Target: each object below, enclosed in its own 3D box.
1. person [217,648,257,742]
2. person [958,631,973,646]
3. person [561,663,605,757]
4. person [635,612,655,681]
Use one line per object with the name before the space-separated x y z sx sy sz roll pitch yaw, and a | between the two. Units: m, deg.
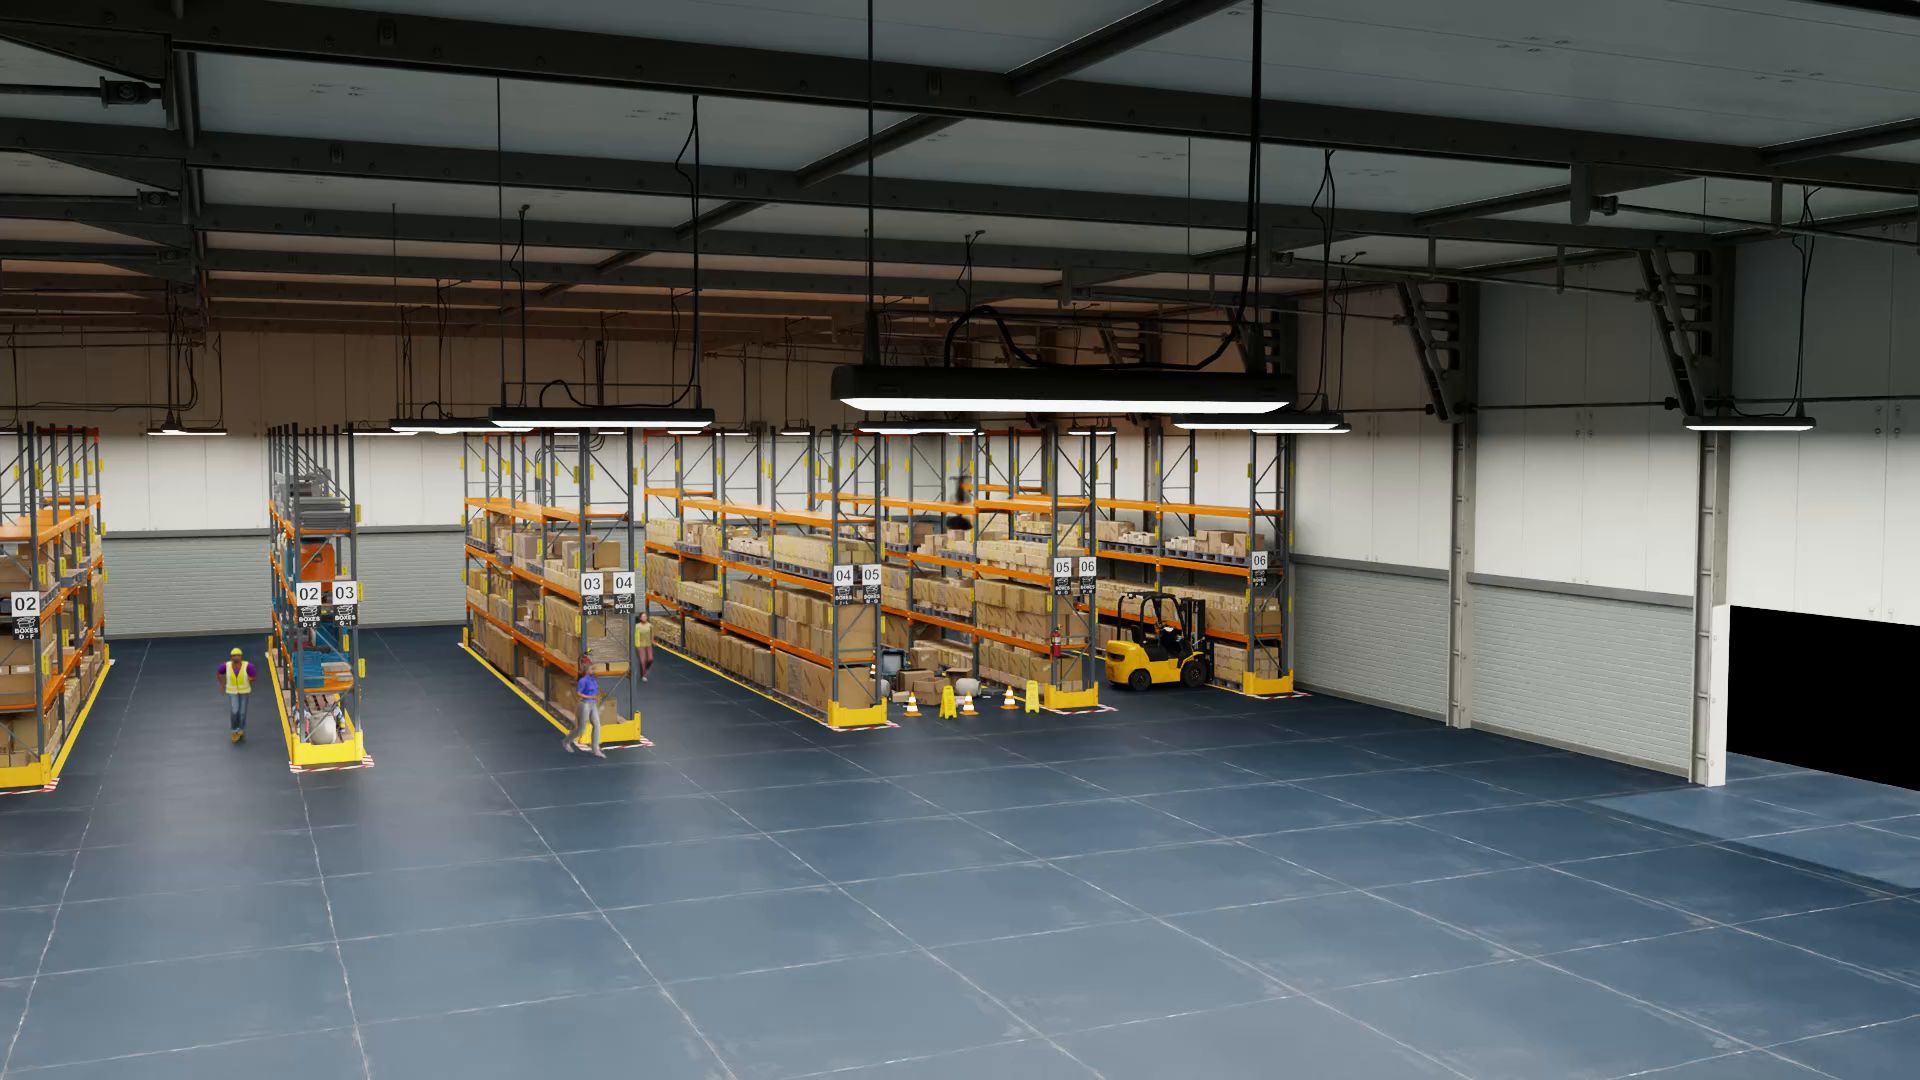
person | -13.673 2.937 31.485 0.693 1.801 0.791 -2 4 -25
person | 0.153 2.097 45.071 0.682 1.716 0.700 -2 4 -25
person | -6.769 3.062 30.080 0.851 1.669 0.589 1 4 23
person | -7.442 2.513 39.246 0.574 1.631 0.540 -2 4 -25
